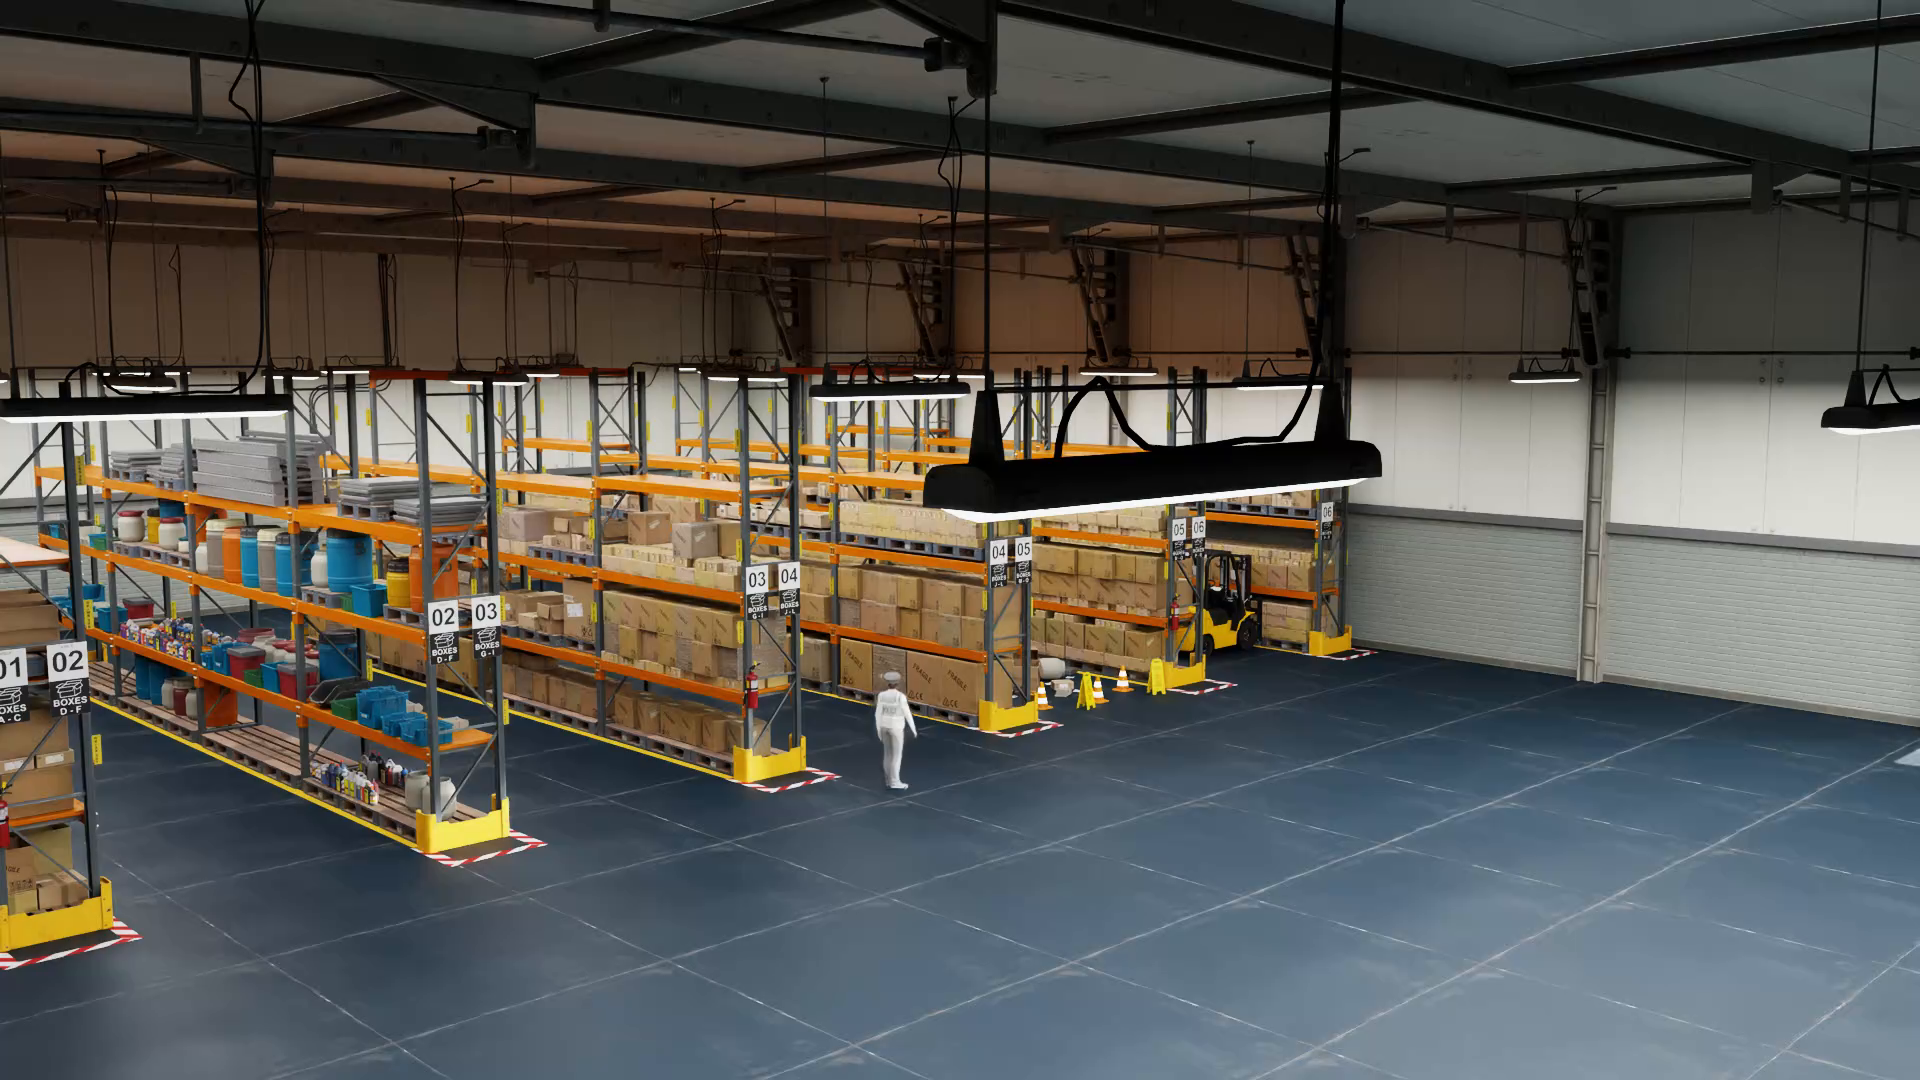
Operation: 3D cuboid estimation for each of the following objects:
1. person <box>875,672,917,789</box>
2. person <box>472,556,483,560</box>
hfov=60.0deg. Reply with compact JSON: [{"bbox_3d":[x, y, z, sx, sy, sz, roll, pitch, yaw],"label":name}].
[{"bbox_3d":[-0.927,2.770,24.223,0.522,1.699,0.417,5,8,39],"label":"person"},{"bbox_3d":[-10.947,1.180,37.787,0.453,1.791,0.570,-6,9,-43],"label":"person"}]
